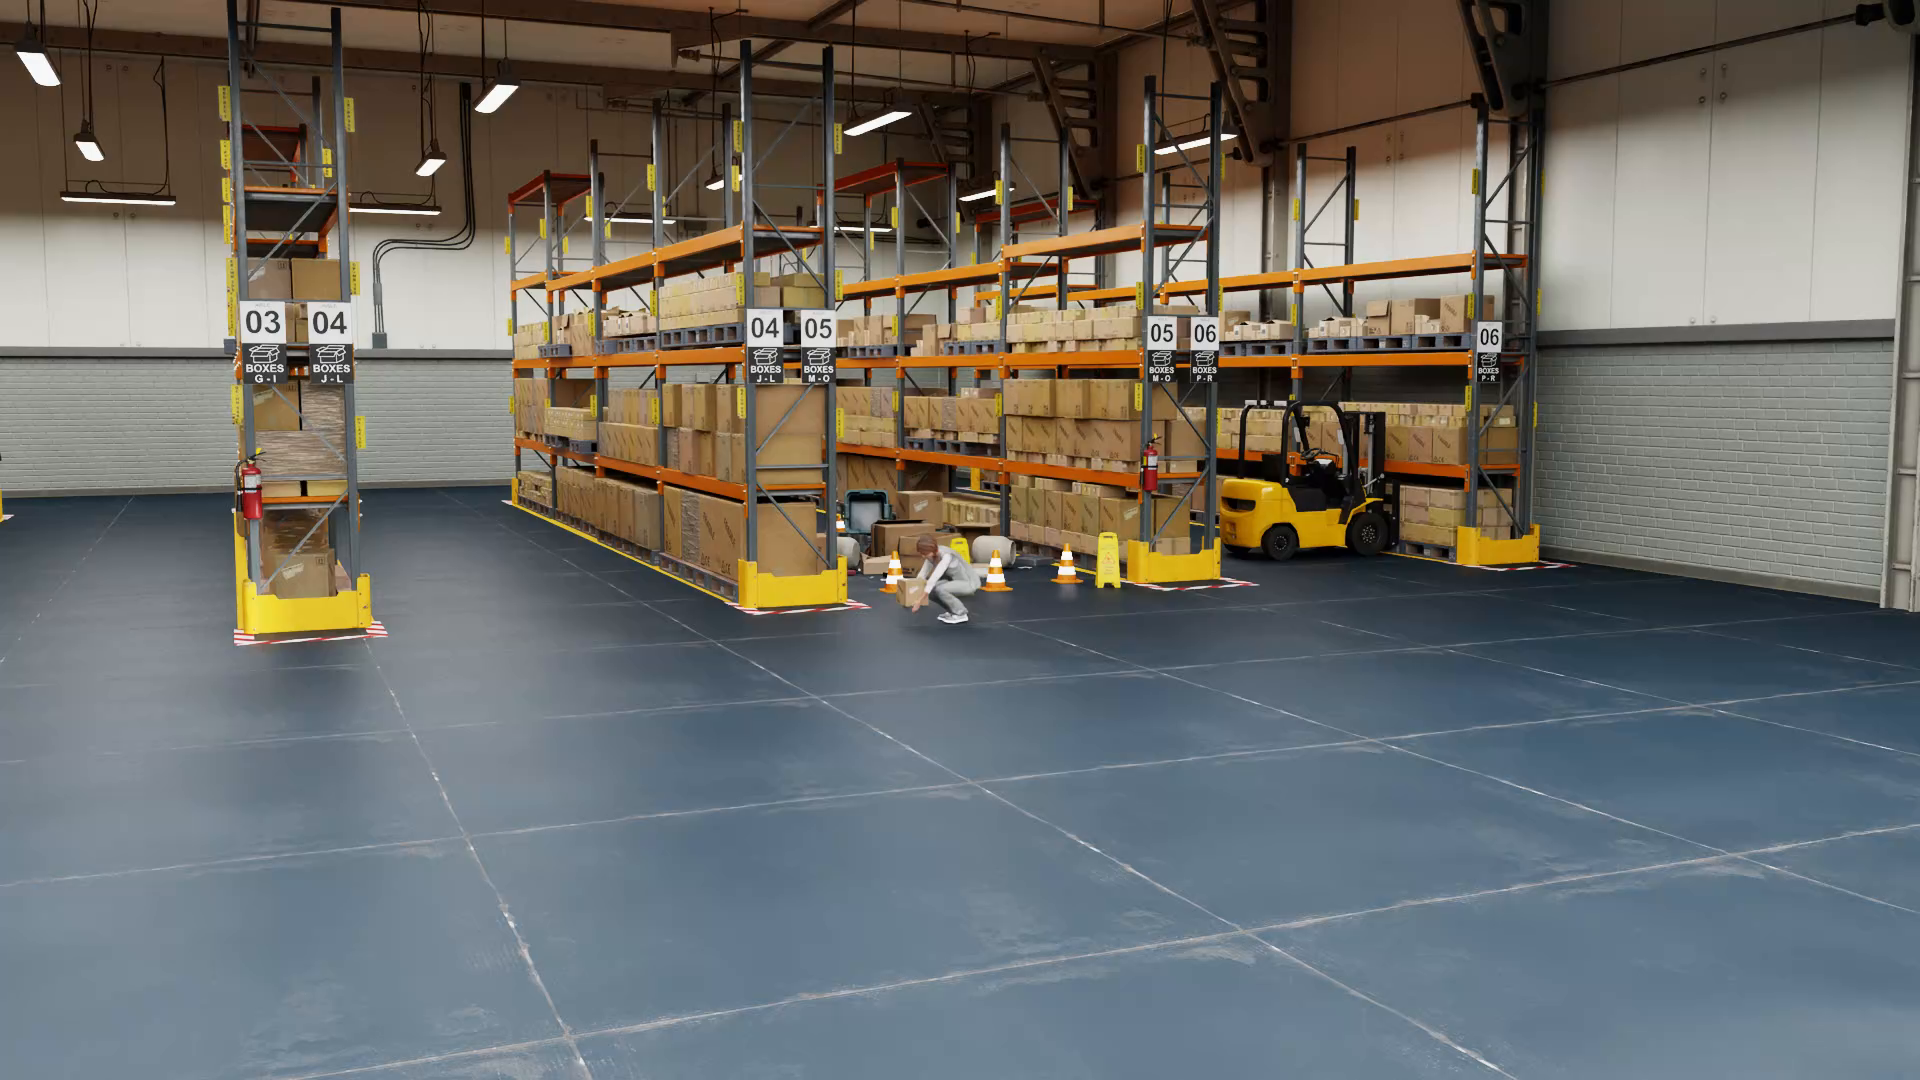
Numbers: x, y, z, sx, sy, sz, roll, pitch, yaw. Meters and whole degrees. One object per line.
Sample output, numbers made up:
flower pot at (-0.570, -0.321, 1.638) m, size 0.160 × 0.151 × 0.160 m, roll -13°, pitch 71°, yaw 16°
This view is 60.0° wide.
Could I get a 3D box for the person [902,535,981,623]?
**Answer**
person at (-0.177, 0.392, 16.842) m, size 0.810 × 0.900 × 0.435 m, roll -3°, pitch 6°, yaw -24°
